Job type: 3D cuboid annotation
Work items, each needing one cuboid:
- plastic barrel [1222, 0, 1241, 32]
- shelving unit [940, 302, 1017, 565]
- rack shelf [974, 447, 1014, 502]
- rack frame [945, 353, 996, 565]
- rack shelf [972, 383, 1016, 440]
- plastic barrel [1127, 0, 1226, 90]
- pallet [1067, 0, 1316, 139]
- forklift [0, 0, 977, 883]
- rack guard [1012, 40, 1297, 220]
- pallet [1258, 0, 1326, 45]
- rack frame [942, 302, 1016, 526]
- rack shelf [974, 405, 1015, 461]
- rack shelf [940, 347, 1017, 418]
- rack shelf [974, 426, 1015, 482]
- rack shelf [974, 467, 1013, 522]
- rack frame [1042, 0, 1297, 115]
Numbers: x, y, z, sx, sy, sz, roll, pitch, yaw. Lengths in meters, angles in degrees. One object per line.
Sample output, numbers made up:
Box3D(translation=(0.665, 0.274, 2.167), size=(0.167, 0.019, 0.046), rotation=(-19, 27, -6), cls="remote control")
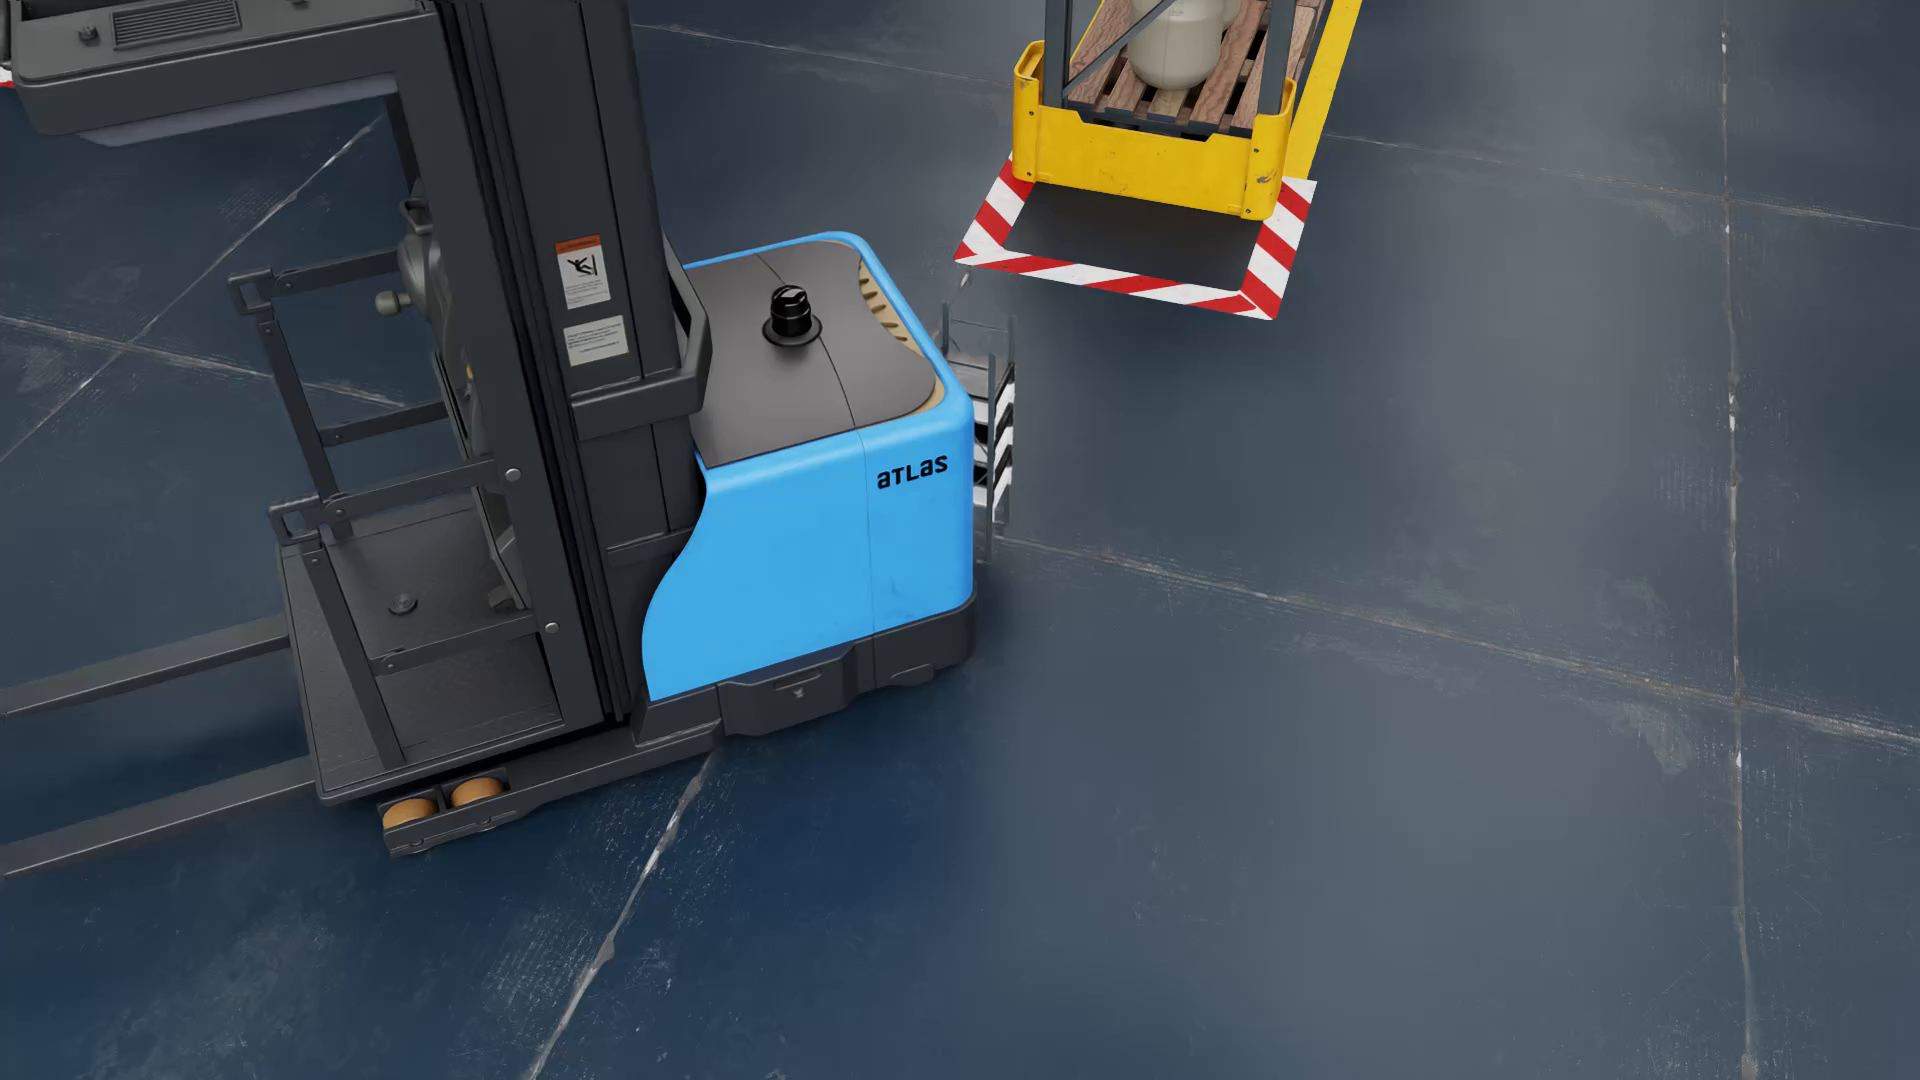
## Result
Box3D(translation=(1.123, -2.662, 7.805), size=(0.421, 0.512, 0.421), rotation=(0, 44, 0), cls="plastic barrel")
Box3D(translation=(0.026, -0.333, 5.446), size=(0.258, 0.900, 0.210), rotation=(13, 46, 13), cls="shelving unit")
Box3D(translation=(0.026, -0.244, 5.533), size=(0.258, 0.077, 0.200), rotation=(13, 46, 13), cls="rack shelf")
Box3D(translation=(-0.006, -0.265, 5.378), size=(0.240, 0.900, 0.006), rotation=(13, 46, 13), cls="rack frame")
Box3D(translation=(0.026, -0.437, 5.344), size=(0.258, 0.077, 0.200), rotation=(13, 46, 13), cls="rack shelf")
Box3D(translation=(0.972, -2.328, 7.463), size=(0.421, 0.512, 0.421), rotation=(0, 44, 0), cls="plastic barrel")
Box3D(translation=(1.074, -2.217, 7.865), size=(1.003, 0.211, 1.213), rotation=(13, 46, 13), cls="pallet")
Box3D(translation=(-1.512, -0.562, 4.229), size=(3.031, 2.935, 1.130), rotation=(-16, 47, -16), cls="forklift")
Box3D(translation=(0.823, -1.780, 7.211), size=(1.175, 0.500, 0.348), rotation=(13, 46, 13), cls="rack guard")
Box3D(translation=(1.446, -3.027, 8.693), size=(1.003, 0.211, 1.213), rotation=(13, 46, 13), cls="pallet")
Box3D(translation=(0.059, -0.400, 5.515), size=(0.240, 0.900, 0.006), rotation=(13, 46, 13), cls="rack frame")
Box3D(translation=(0.026, -0.373, 5.407), size=(0.258, 0.077, 0.200), rotation=(13, 46, 13), cls="rack shelf")
Box3D(translation=(0.026, -0.502, 5.281), size=(0.258, 0.077, 0.200), rotation=(13, 46, 13), cls="rack shelf")
Box3D(translation=(0.026, -0.309, 5.470), size=(0.258, 0.077, 0.200), rotation=(13, 46, 13), cls="rack shelf")
Box3D(translation=(0.026, -0.180, 5.596), size=(0.258, 0.077, 0.200), rotation=(13, 46, 13), cls="rack shelf")
Box3D(translation=(0.845, -2.613, 6.275), size=(1.000, 3.000, 0.127), rotation=(13, 46, 13), cls="rack frame")
